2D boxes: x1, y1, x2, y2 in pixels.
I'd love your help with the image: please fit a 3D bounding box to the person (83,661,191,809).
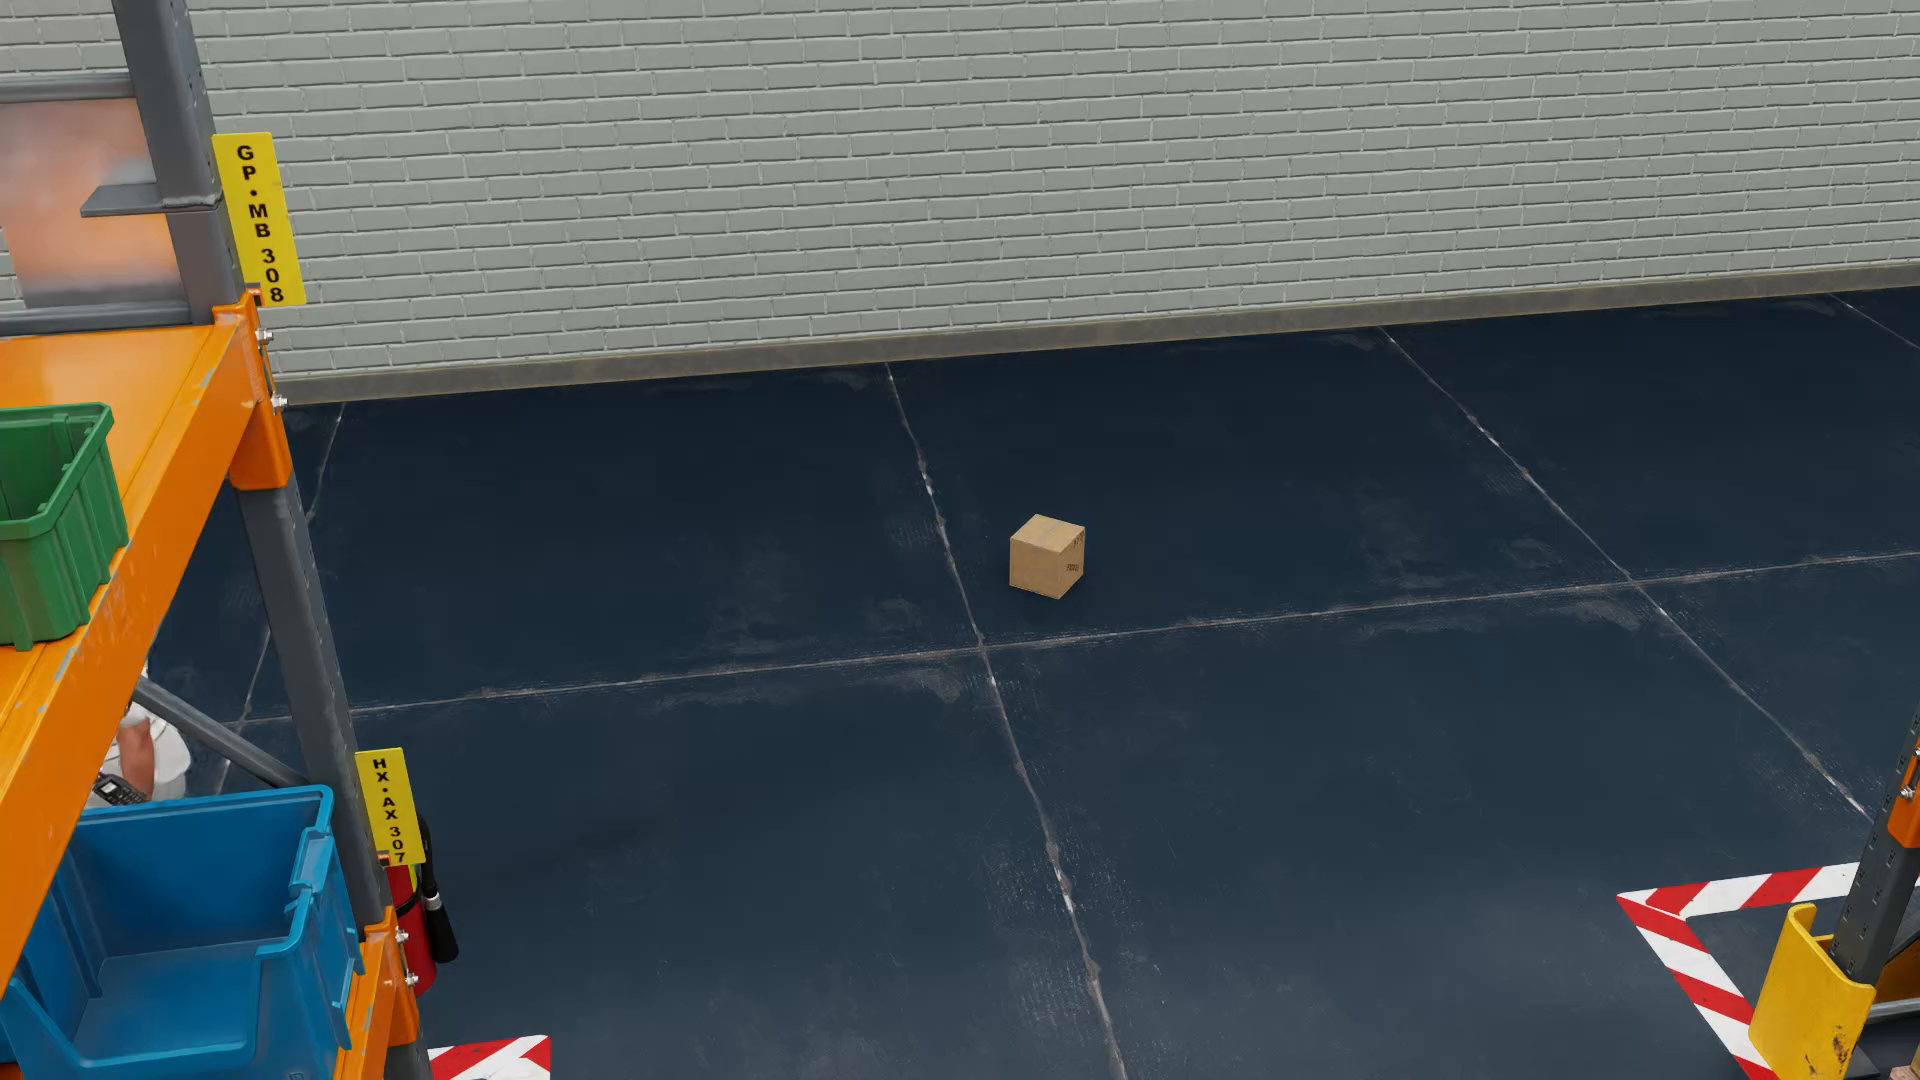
[{"bbox_3d":[-2.446,0.658,4.957,0.675,1.752,0.534,-18,35,-28],"label":"person"}]
